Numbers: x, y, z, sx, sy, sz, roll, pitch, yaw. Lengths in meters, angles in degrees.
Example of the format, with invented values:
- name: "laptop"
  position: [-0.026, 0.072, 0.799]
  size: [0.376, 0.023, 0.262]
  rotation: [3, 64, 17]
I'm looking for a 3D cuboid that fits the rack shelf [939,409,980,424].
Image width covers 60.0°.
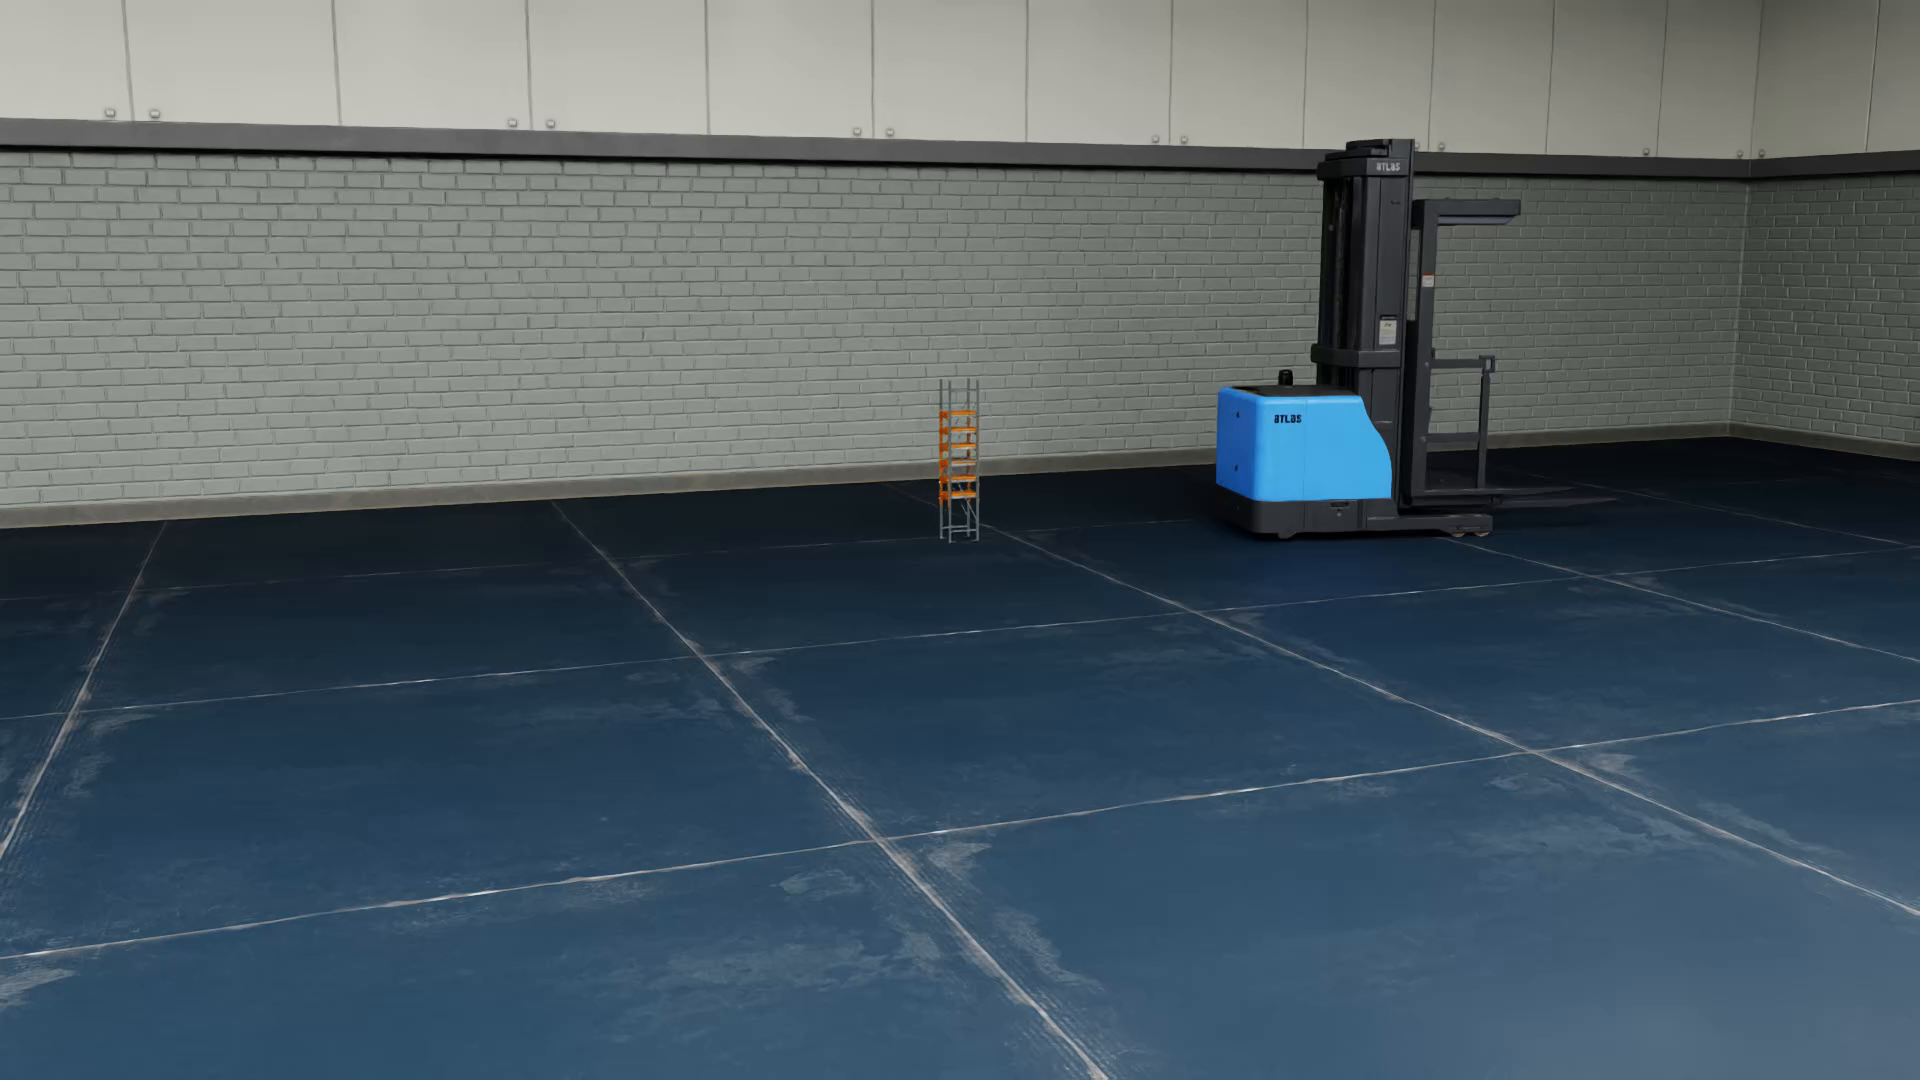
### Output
- name: "rack shelf"
  position: [-0.005, -0.904, 12.273]
  size: [0.258, 0.103, 0.180]
  rotation: [-4, 11, -21]

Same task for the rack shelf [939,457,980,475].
- name: "rack shelf"
  position: [-0.005, -0.549, 12.336]
  size: [0.258, 0.103, 0.180]
  rotation: [-4, 11, -21]

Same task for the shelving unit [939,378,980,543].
- name: "shelving unit"
  position: [-0.005, -0.593, 12.328]
  size: [0.258, 1.200, 0.189]
  rotation: [-4, 11, -21]

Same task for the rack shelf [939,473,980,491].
- name: "rack shelf"
  position: [-0.005, -0.431, 12.357]
  size: [0.258, 0.103, 0.180]
  rotation: [-4, 11, -21]

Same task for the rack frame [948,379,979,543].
- name: "rack frame"
  position: [0.028, -0.578, 12.244]
  size: [0.240, 1.200, 0.006]
  rotation: [-4, 11, -21]

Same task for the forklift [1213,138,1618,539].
- name: "forklift"
  position: [3.575, -1.554, 12.786]
  size: [3.031, 2.935, 1.130]
  rotation: [-2, 10, -10]

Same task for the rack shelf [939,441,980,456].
- name: "rack shelf"
  position: [-0.005, -0.667, 12.315]
  size: [0.258, 0.103, 0.180]
  rotation: [-4, 11, -21]

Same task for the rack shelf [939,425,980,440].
- name: "rack shelf"
  position: [-0.005, -0.786, 12.294]
  size: [0.258, 0.103, 0.180]
  rotation: [-4, 11, -21]

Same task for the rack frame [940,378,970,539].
- name: "rack frame"
  position: [-0.038, -0.608, 12.412]
  size: [0.240, 1.200, 0.006]
  rotation: [-4, 11, -21]

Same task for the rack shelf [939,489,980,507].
- name: "rack shelf"
  position: [-0.005, -0.313, 12.378]
  size: [0.258, 0.103, 0.180]
  rotation: [-4, 11, -21]
